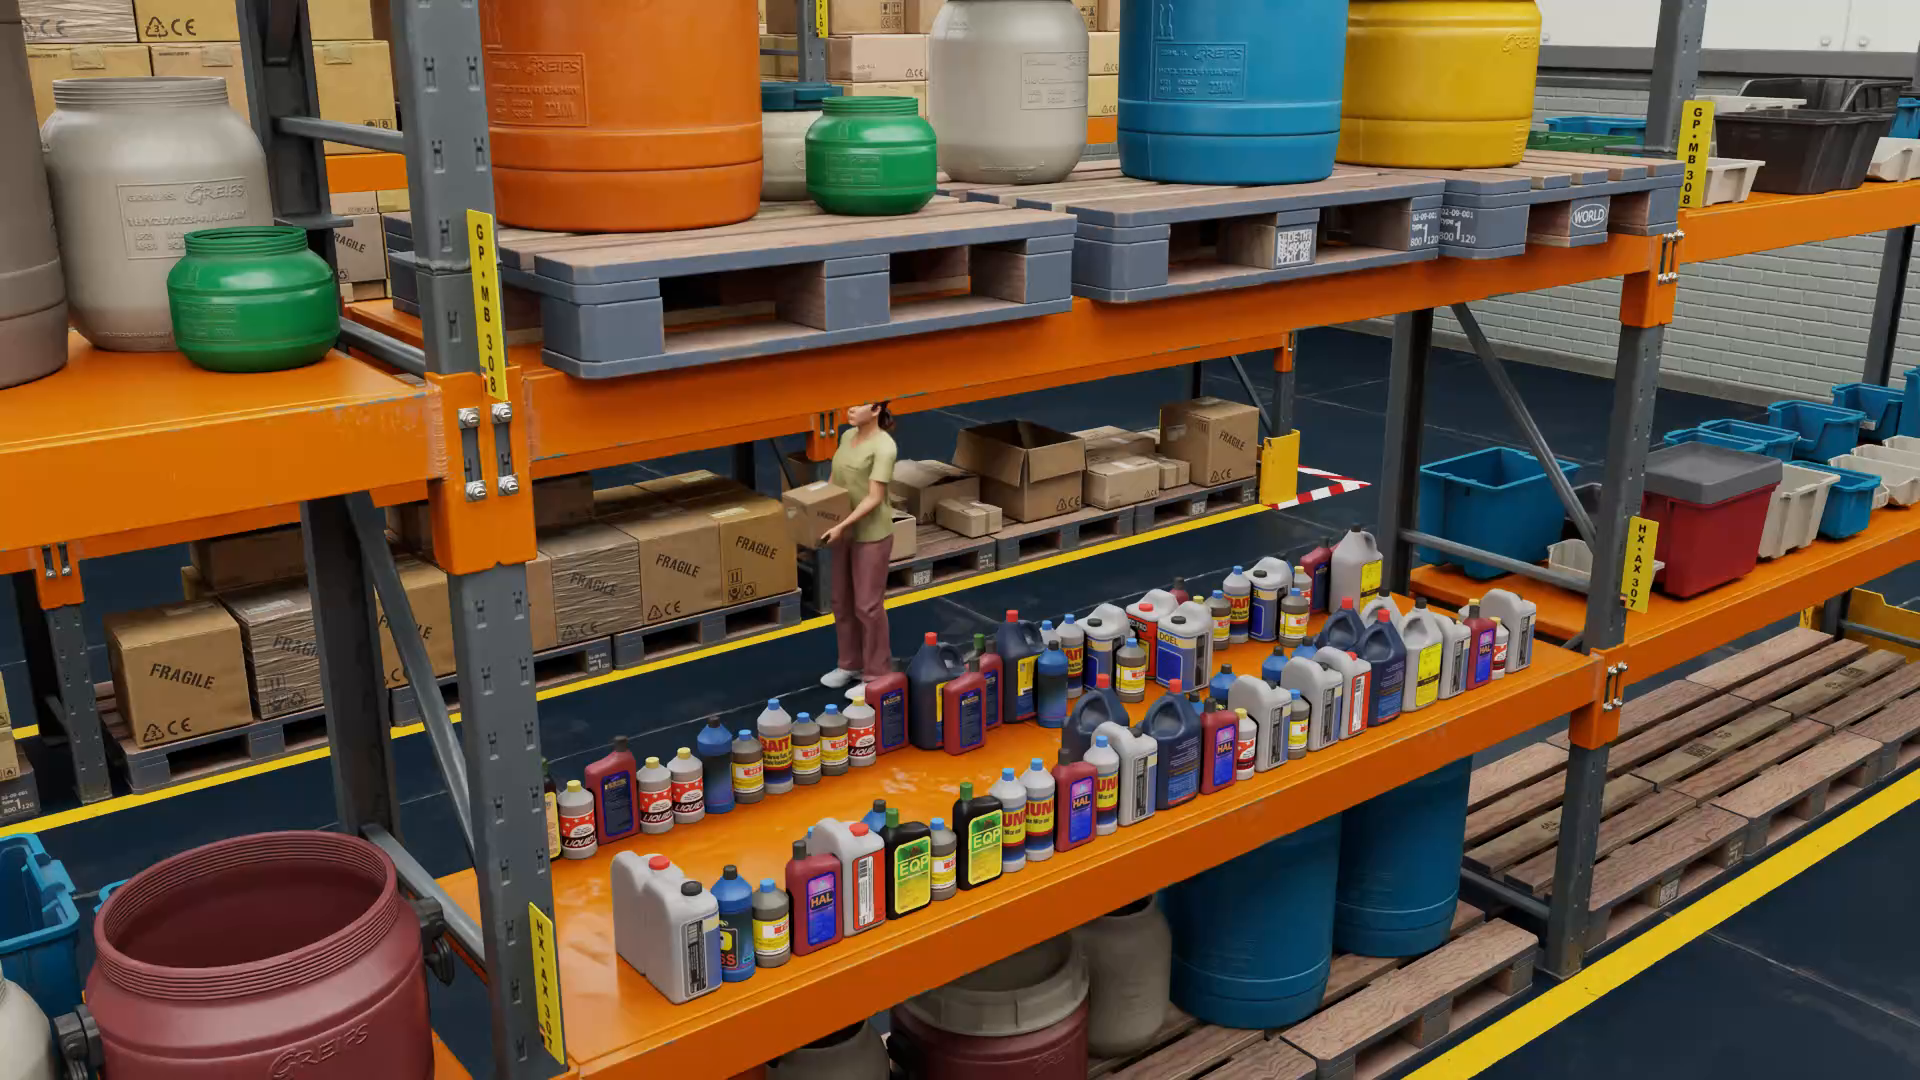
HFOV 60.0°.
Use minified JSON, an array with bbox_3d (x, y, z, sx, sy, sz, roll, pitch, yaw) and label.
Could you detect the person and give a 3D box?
[{"bbox_3d":[-0.559,0.001,8.556,0.541,1.669,0.444,-13,22,-36],"label":"person"}]
